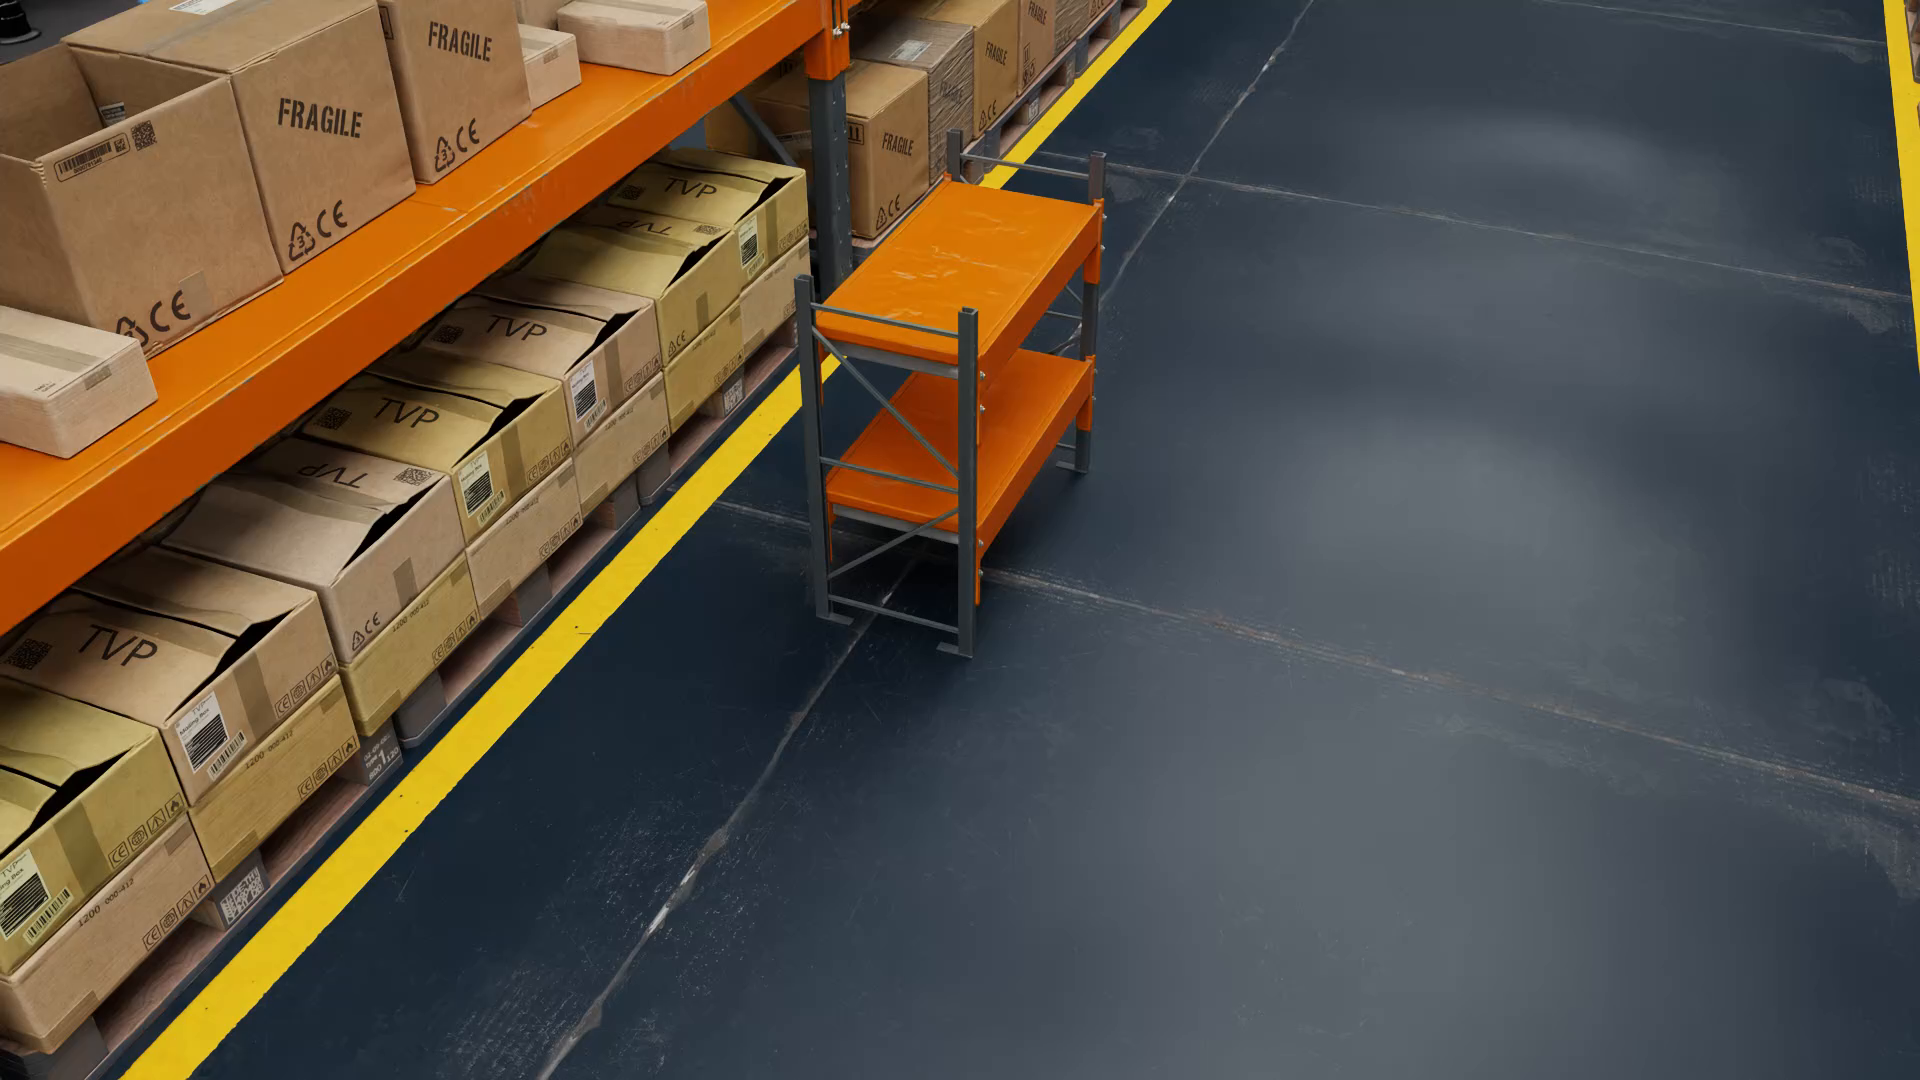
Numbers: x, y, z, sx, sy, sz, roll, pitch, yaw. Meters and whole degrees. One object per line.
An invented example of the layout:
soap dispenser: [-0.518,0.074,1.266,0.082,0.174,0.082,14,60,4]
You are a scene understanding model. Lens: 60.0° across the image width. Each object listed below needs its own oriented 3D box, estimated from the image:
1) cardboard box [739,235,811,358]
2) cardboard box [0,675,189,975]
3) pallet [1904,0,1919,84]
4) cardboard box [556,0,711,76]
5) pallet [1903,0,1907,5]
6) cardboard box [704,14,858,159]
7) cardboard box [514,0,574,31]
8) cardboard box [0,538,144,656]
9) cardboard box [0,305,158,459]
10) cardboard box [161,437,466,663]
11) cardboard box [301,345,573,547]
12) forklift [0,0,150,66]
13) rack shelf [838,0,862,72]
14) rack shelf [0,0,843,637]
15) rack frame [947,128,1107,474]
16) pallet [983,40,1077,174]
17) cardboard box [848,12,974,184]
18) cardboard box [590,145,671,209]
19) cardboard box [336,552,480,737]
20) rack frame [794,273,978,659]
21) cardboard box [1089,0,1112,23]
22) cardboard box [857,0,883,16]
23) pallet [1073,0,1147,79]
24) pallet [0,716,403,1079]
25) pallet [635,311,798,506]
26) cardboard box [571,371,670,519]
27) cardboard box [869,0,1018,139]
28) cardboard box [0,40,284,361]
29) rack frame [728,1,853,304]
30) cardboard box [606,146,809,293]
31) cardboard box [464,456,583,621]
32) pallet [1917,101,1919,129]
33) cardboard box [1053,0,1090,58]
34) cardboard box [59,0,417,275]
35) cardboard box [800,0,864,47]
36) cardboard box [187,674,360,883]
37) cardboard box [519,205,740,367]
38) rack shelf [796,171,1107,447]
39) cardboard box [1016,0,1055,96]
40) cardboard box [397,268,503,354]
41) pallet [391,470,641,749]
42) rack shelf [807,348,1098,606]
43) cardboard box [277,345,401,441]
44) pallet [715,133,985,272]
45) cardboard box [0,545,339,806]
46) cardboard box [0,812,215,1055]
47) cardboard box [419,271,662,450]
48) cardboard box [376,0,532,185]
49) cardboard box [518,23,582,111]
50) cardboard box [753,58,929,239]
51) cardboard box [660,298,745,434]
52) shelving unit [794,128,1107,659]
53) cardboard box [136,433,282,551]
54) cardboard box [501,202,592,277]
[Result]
cardboard box: [-0.868,-0.918,5.918,0.500,0.250,0.500,15,39,19]
cardboard box: [-2.028,0.554,3.481,0.500,0.311,0.500,14,39,18]
pallet: [5.451,-2.581,8.526,1.003,0.211,1.213,14,39,18]
cardboard box: [-0.980,-1.536,5.009,0.380,0.149,0.250,14,39,18]
pallet: [5.914,-3.259,9.433,1.003,0.211,1.213,14,39,18]
cardboard box: [-0.755,-1.944,7.066,0.500,0.500,0.500,15,39,20]
cardboard box: [-1.413,-1.711,5.108,0.500,0.311,0.500,13,39,17]
cardboard box: [-2.335,0.147,4.026,0.500,0.311,0.500,15,39,19]
cardboard box: [-1.889,-0.326,3.391,0.380,0.149,0.250,14,39,18]
cardboard box: [-1.637,-0.009,4.234,0.500,0.311,0.500,13,39,16]
cardboard box: [-1.444,-0.298,4.621,0.500,0.311,0.500,15,39,19]
forklift: [-3.862,-2.579,6.252,1.130,2.935,3.031,-21,42,-26]
rack shelf: [-0.133,-3.017,7.381,1.077,0.370,4.000,14,39,18]
rack shelf: [-1.655,-0.802,4.418,1.077,0.370,4.000,14,39,18]
rack frame: [0.196,-0.736,5.295,0.500,1.125,0.032,14,39,18]
pallet: [-0.109,-2.158,7.962,1.003,0.211,1.213,14,39,18]
cardboard box: [-0.262,-1.851,6.941,0.500,0.500,0.500,12,39,16]
cardboard box: [-1.365,-1.266,5.916,0.500,0.311,0.500,15,39,19]
cardboard box: [-1.643,0.213,4.405,0.500,0.250,0.500,13,39,16]
rack frame: [-0.191,-0.173,4.542,0.500,1.125,0.032,14,39,18]
cardboard box: [0.510,-2.977,8.448,0.500,0.500,0.500,14,39,18]
cardboard box: [-0.558,-2.230,7.449,0.500,0.500,0.500,12,39,16]
pallet: [0.354,-2.836,8.868,1.003,0.211,1.213,14,39,18]
pallet: [-2.171,0.717,4.114,1.003,0.211,1.213,14,39,18]
pallet: [-1.243,-0.634,5.922,1.003,0.211,1.213,14,39,18]
cardboard box: [-1.255,-0.354,5.164,0.500,0.250,0.500,15,39,19]
cardboard box: [-0.067,-2.127,7.311,0.500,0.500,0.500,13,39,17]
cardboard box: [-1.908,-0.736,3.646,0.500,0.500,0.500,17,40,21]
rack frame: [-0.894,-2.198,5.685,1.000,3.000,0.127,14,39,18]
cardboard box: [-0.865,-1.143,5.751,0.500,0.311,0.500,15,39,19]
cardboard box: [-1.448,-0.068,4.782,0.500,0.250,0.500,15,39,19]
pallet: [4.875,-1.747,7.411,1.003,0.211,1.213,14,39,18]
cardboard box: [0.318,-2.699,8.076,0.500,0.500,0.500,14,39,18]
cardboard box: [-1.717,-1.013,4.017,0.500,0.500,0.500,14,39,18]
cardboard box: [-0.737,-2.276,6.884,0.500,0.250,0.500,15,39,19]
cardboard box: [-1.837,0.501,4.021,0.500,0.250,0.500,15,39,19]
cardboard box: [-1.057,-0.854,5.364,0.500,0.311,0.500,13,39,17]
rack shelf: [0.003,-0.689,4.743,0.538,0.278,1.000,14,39,18]
cardboard box: [0.127,-2.417,7.699,0.500,0.500,0.500,13,39,16]
cardboard box: [-1.753,-0.691,5.147,0.500,0.311,0.500,13,39,17]
pallet: [-1.709,0.039,5.021,1.003,0.211,1.213,14,39,18]
rack shelf: [0.003,-0.258,5.065,0.538,0.278,1.000,14,39,18]
cardboard box: [-1.948,-0.407,4.766,0.500,0.311,0.500,13,39,17]
pallet: [-0.575,-1.485,7.061,1.003,0.211,1.213,14,39,18]
cardboard box: [-1.833,0.278,3.851,0.500,0.311,0.500,13,39,17]
cardboard box: [-2.033,0.783,3.642,0.500,0.250,0.500,13,39,17]
cardboard box: [-1.252,-0.575,4.991,0.500,0.311,0.500,14,39,17]
cardboard box: [-1.517,-1.305,4.407,0.500,0.500,0.500,12,38,15]
cardboard box: [-1.327,-1.378,4.798,0.380,0.149,0.250,17,40,21]
cardboard box: [-0.456,-1.559,6.551,0.500,0.500,0.500,15,39,20]
cardboard box: [-1.061,-0.631,5.535,0.500,0.250,0.500,13,39,17]
shelving unit: [0.003,-0.454,4.918,0.538,1.125,1.048,14,39,18]
cardboard box: [-2.142,-0.129,4.395,0.500,0.311,0.500,14,39,18]
cardboard box: [-1.557,-0.973,5.524,0.500,0.311,0.500,13,39,17]
